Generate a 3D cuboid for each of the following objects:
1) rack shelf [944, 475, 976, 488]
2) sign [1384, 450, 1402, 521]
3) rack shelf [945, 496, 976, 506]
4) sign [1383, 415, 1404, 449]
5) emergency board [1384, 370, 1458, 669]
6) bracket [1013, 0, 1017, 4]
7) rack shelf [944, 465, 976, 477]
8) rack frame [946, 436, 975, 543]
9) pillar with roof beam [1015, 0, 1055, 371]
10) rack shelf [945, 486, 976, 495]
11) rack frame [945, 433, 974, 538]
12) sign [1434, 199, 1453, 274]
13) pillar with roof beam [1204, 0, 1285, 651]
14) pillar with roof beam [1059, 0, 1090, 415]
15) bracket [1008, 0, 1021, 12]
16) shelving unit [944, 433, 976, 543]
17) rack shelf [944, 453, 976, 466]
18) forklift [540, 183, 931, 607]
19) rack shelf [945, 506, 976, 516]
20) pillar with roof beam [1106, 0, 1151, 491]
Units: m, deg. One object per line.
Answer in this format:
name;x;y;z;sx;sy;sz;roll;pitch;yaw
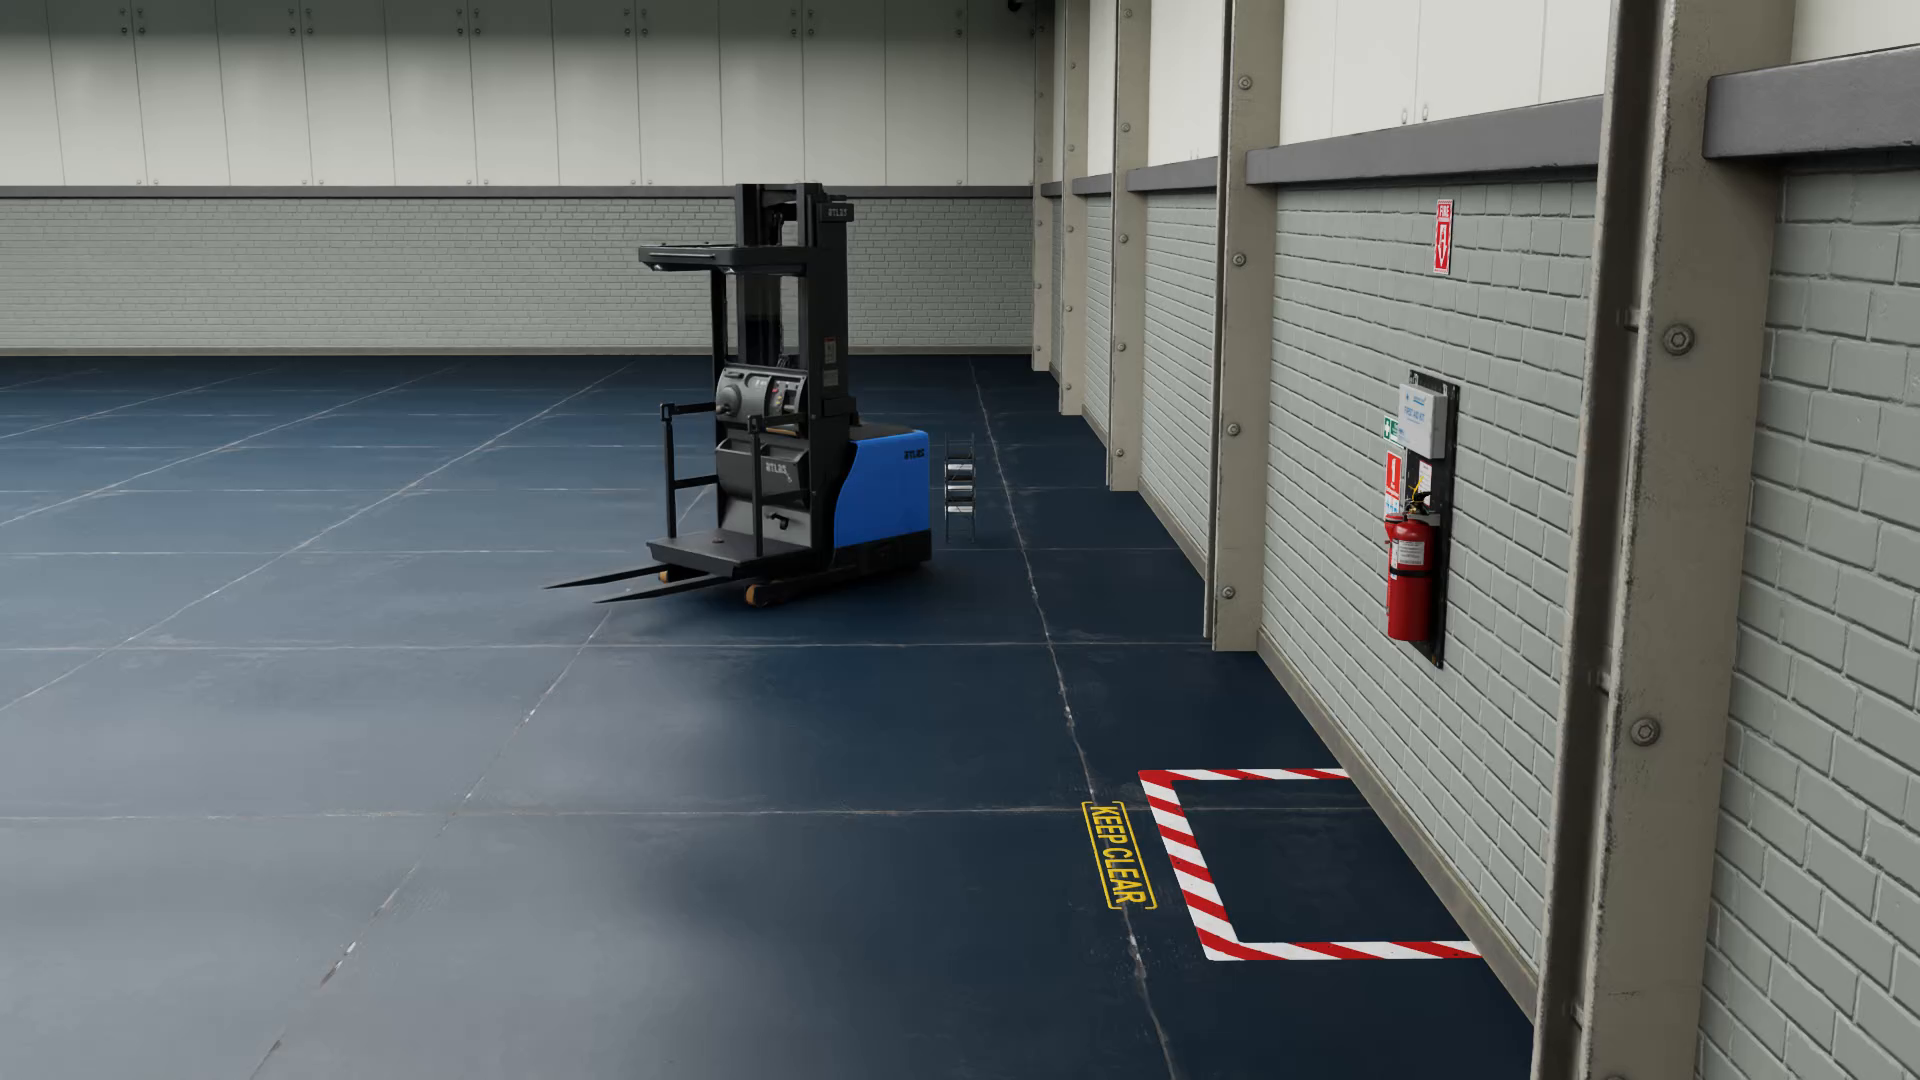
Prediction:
rack shelf;0.000;-0.495;13.950;0.258;0.077;0.200;0;11;-1
sign;1.967;-0.230;7.560;0.001;0.329;0.234;0;11;-1
rack shelf;0.000;-0.319;13.986;0.258;0.077;0.200;0;11;-1
sign;1.958;-0.489;7.503;0.001;0.109;0.331;0;11;-1
emergency board;1.875;-0.102;7.020;0.194;1.169;0.643;0;11;-1
bracket;0.992;-9.521;29.302;0.076;0.066;3.189;0;11;-1
rack shelf;0.000;-0.583;13.933;0.258;0.077;0.200;0;11;-1
rack frame;0.002;-0.419;13.862;0.240;0.900;0.006;0;11;-1
pillar with roof beam;-2.912;-7.304;27.430;9.100;9.000;0.548;0;11;-1
rack shelf;0.000;-0.407;13.968;0.258;0.077;0.200;0;11;-1
rack frame;-0.002;-0.460;14.061;0.240;0.900;0.006;0;11;-1
sign;1.974;-1.241;6.799;0.001;0.298;0.199;0;11;-1
pillar with roof beam;-2.540;-3.726;9.793;9.100;9.000;0.400;0;11;-1
pillar with roof beam;-2.788;-6.112;21.551;9.100;9.000;0.400;0;11;-1
bracket;0.979;-9.638;29.881;0.235;0.232;0.430;0;11;-1
shelving unit;0.000;-0.439;13.962;0.258;0.900;0.210;0;11;-1
rack shelf;0.000;-0.671;13.915;0.258;0.077;0.200;0;11;-1
forklift;-1.597;-1.074;11.983;1.130;2.935;3.031;11;16;42
rack shelf;0.000;-0.230;14.004;0.258;0.077;0.200;0;11;-1
pillar with roof beam;-2.664;-4.919;15.672;9.100;9.000;0.400;0;11;-1
